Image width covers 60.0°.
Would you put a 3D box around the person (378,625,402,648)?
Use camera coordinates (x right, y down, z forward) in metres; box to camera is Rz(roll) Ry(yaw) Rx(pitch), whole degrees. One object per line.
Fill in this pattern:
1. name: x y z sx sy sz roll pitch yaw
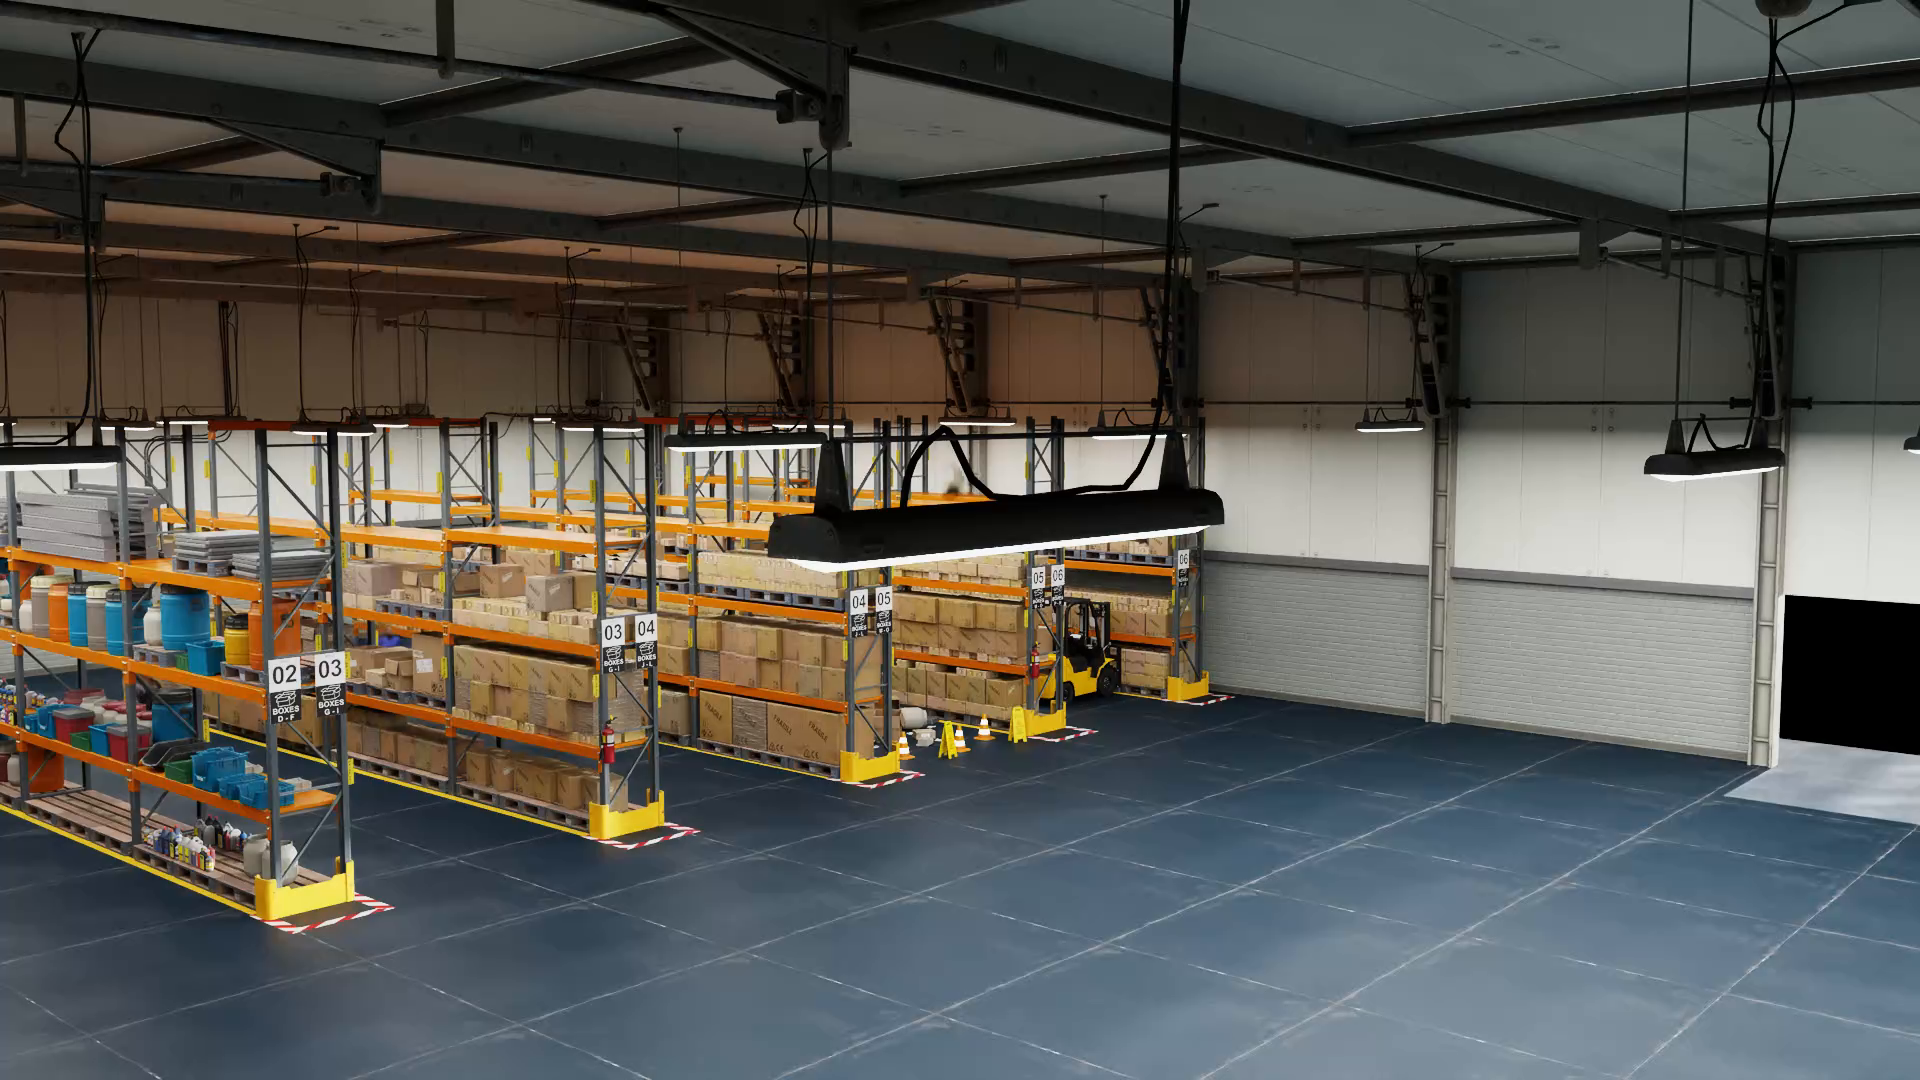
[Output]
1. person: -11.946 2.631 34.890 0.725 1.709 0.546 5 7 44

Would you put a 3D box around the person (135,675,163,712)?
1. person: -14.307 3.074 29.291 0.631 1.676 0.646 2 5 27

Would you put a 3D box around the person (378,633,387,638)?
1. person: -13.913 2.269 40.110 0.755 1.453 0.560 -1 5 -6
